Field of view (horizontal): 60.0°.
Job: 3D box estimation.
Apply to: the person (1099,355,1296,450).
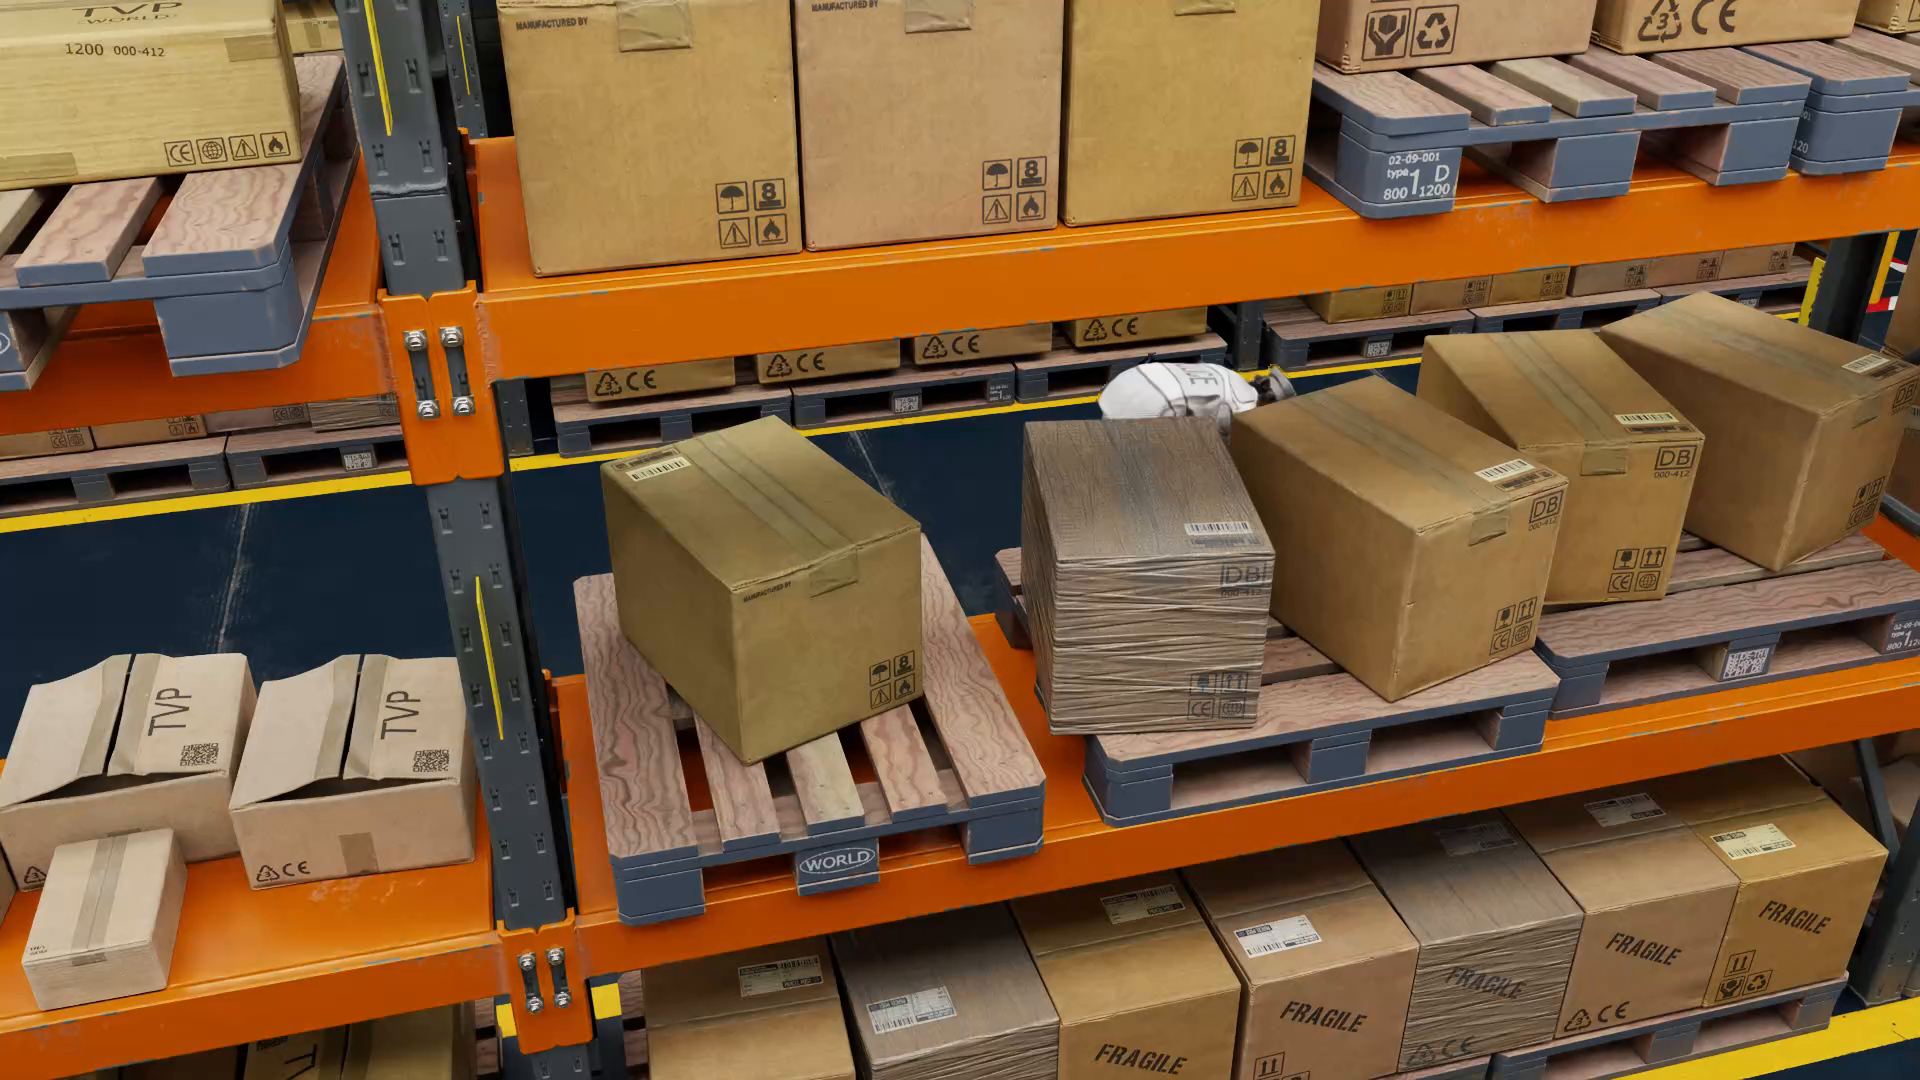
[{"bbox_3d":[1.057,-0.331,7.364,0.927,0.987,0.449,-9,32,-15],"label":"person"}]
